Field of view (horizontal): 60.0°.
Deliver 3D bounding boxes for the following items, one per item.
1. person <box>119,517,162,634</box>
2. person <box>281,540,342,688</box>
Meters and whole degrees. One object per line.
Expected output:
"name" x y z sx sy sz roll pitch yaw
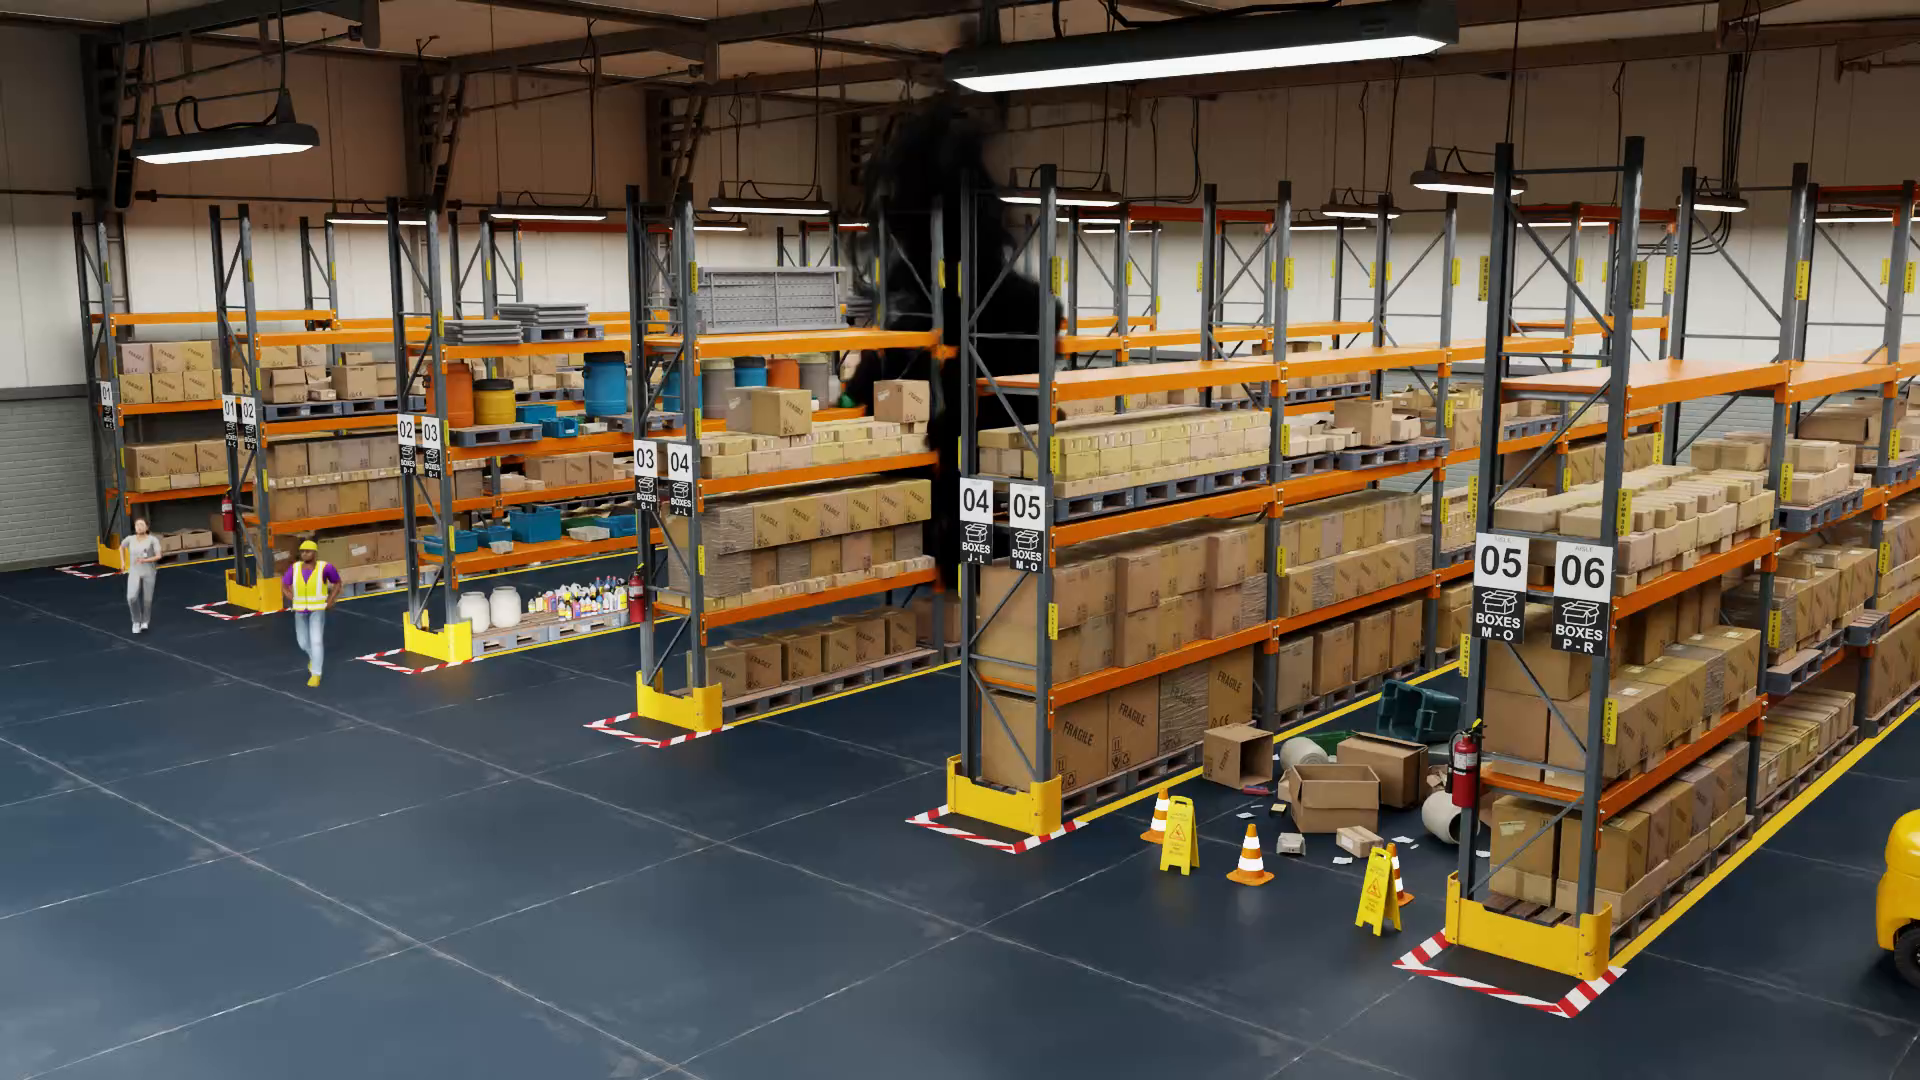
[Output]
"person" -11.469 0.490 23.318 0.551 1.635 0.648 -4 10 -22
"person" -8.095 0.885 20.719 0.701 1.780 0.822 -1 9 -3
